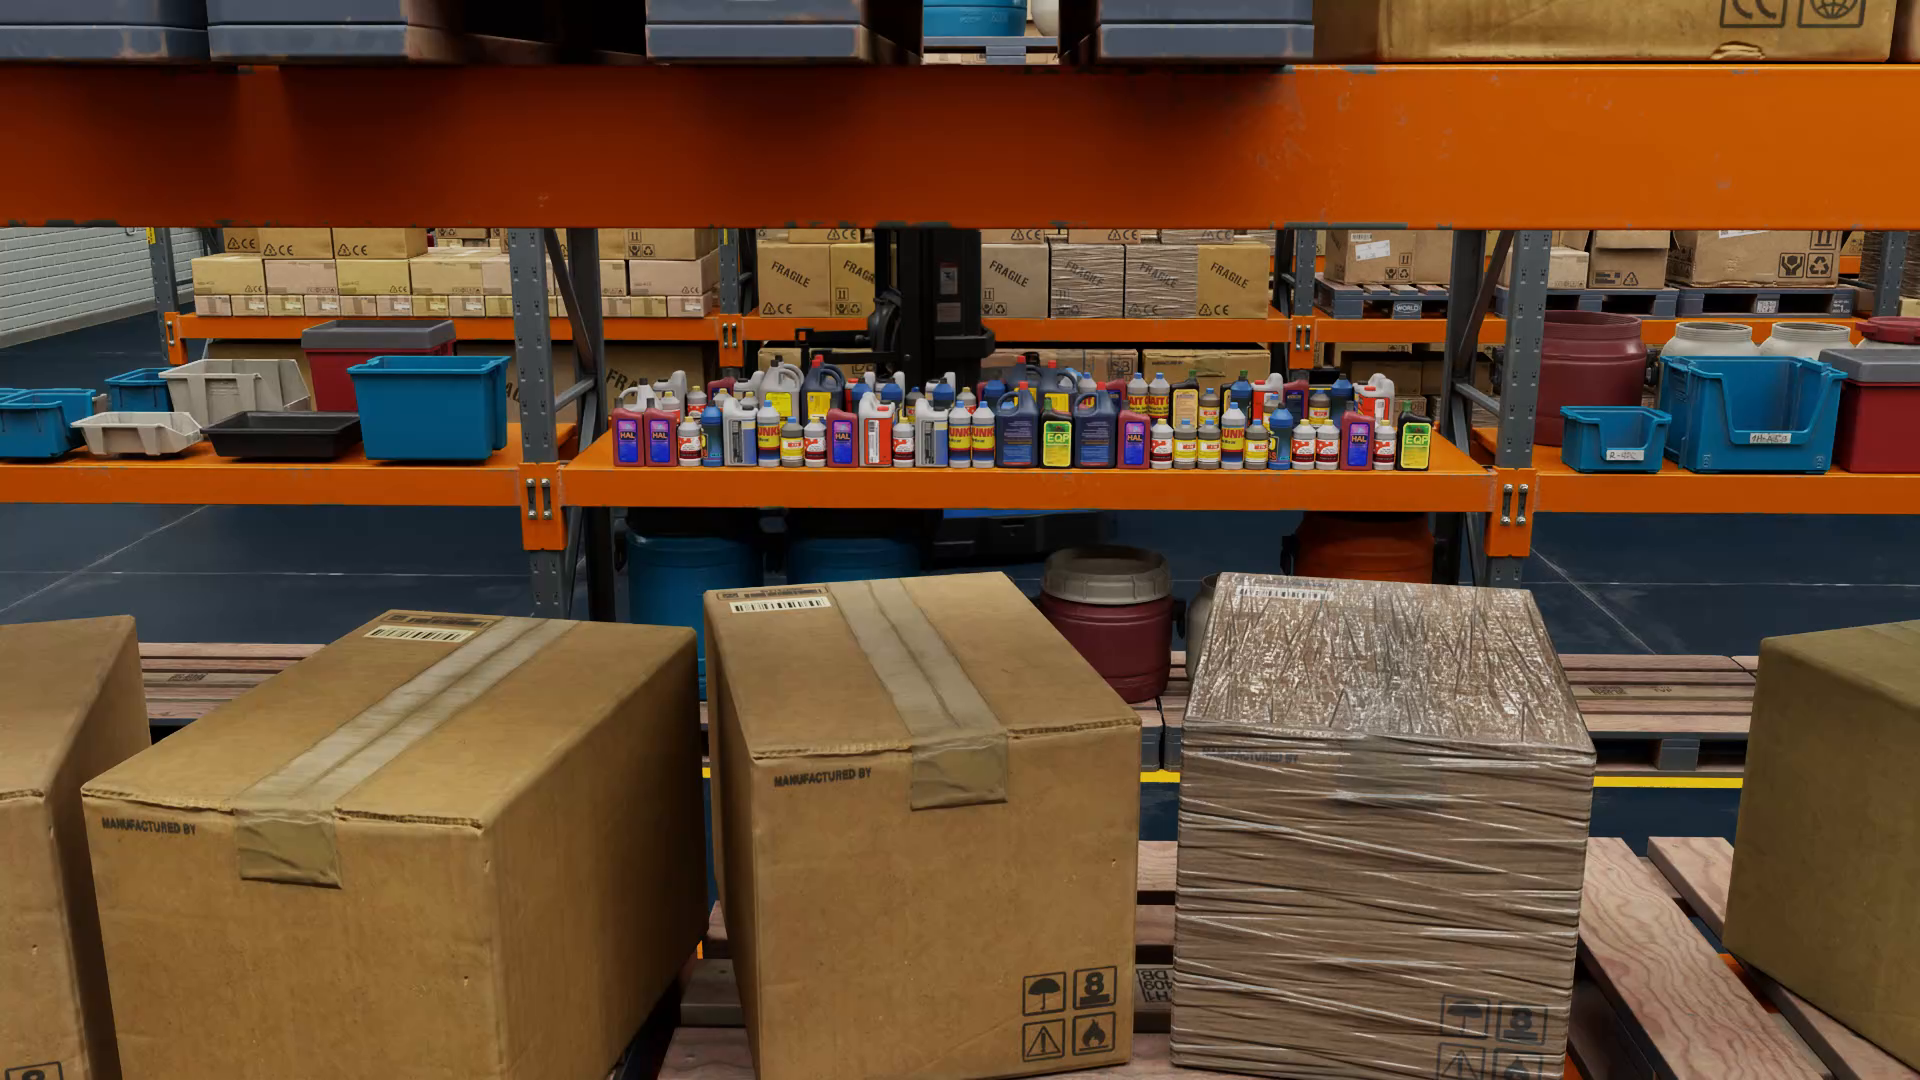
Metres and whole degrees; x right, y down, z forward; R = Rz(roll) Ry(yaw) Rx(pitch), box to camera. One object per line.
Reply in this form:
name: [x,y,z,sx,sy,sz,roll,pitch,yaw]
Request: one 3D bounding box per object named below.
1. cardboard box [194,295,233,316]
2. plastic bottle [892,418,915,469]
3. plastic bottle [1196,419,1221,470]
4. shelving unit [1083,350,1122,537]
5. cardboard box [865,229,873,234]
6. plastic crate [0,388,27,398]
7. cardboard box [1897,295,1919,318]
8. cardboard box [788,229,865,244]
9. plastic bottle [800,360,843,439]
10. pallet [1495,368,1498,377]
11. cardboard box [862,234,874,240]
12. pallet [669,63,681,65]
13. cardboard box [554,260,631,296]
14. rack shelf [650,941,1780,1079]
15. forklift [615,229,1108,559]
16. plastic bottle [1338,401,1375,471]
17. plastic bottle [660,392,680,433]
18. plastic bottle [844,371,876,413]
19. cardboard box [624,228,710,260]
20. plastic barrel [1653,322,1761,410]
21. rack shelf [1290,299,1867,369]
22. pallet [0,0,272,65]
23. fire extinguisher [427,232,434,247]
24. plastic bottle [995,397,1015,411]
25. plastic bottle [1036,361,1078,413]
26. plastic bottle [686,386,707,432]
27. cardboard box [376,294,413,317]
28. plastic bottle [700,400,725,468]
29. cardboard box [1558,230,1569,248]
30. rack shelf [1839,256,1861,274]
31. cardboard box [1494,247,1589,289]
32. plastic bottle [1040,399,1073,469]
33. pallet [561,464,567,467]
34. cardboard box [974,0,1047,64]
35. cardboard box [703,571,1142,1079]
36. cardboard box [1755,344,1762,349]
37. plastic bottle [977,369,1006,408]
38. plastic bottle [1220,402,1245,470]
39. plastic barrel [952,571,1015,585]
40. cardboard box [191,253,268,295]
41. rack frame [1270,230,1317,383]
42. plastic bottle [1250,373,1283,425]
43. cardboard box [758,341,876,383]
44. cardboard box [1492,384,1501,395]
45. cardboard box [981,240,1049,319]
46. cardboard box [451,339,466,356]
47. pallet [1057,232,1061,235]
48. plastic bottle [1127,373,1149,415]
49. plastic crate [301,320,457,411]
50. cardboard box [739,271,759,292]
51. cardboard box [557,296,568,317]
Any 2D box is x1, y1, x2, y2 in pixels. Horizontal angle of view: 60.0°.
cardboard box: [-5.252,-1.696,11.879,0.250,0.149,0.380,1,15,2]
plastic bottle: [-0.233,-0.404,6.882,0.097,0.201,0.097,0,15,0]
plastic bottle: [1.025,-0.396,6.851,0.097,0.201,0.097,0,15,0]
shelving unit: [0.918,-0.627,10.864,0.189,1.200,0.258,-3,15,-11]
cardboard box: [-0.990,-3.103,16.392,0.250,0.149,0.380,0,15,-1]
plastic crate: [-4.171,-0.494,7.044,0.300,0.233,0.416,0,15,1]
cardboard box: [6.604,-1.626,11.615,0.250,0.149,0.380,0,15,1]
cardboard box: [-0.961,-2.409,11.928,0.637,0.503,0.797,0,15,0]
plastic bottle: [-0.618,-0.630,7.445,0.185,0.351,0.144,0,15,1]
pallet: [5.852,-1.727,16.972,1.213,0.211,1.003,0,15,1]
cardboard box: [-0.631,-1.987,12.297,0.500,0.500,0.500,1,15,3]
pallet: [-0.941,-1.993,7.005,1.003,0.211,1.213,0,15,1]
cardboard box: [-2.566,-1.887,11.825,0.500,0.250,0.500,1,15,3]
rack shelf: [0.142,0.941,2.525,3.687,0.071,0.831,0,15,1]
forklift: [-0.644,-1.355,10.231,3.031,2.935,1.130,-3,15,-11]
plastic bottle: [1.626,-0.427,6.808,0.133,0.283,0.061,0,15,1]
plastic bottle: [-1.309,-0.566,7.496,0.097,0.201,0.097,0,15,0]
plastic bottle: [-0.455,-0.629,7.586,0.135,0.276,0.152,0,15,1]
cardboard box: [-2.067,-2.246,11.715,0.500,0.500,0.500,1,15,3]
plastic barrel: [3.306,-0.690,7.357,0.421,0.512,0.421,0,15,0]
rack shelf: [4.398,-1.491,12.020,4.000,0.370,1.077,0,15,1]
pallet: [-1.207,-0.689,2.058,1.003,0.211,1.213,0,15,1]
fire extinguisher: [-5.611,-3.069,17.476,0.183,0.674,0.296,0,15,1]
plastic bottle: [0.197,-0.472,7.002,0.097,0.271,0.097,0,15,0]
plastic bottle: [0.432,-0.621,7.411,0.185,0.351,0.144,0,15,1]
plastic bottle: [-1.208,-0.604,7.640,0.097,0.201,0.097,0,15,0]
cardboard box: [-3.967,-1.688,11.850,0.250,0.149,0.380,0,15,1]
plastic bottle: [-1.025,-0.443,6.893,0.097,0.271,0.097,0,15,0]
cardboard box: [6.096,-3.073,16.412,0.500,0.500,0.500,0,15,1]
rack shelf: [8.624,-2.729,16.713,4.000,0.370,1.077,0,15,1]
cardboard box: [4.068,-1.912,11.679,0.500,0.250,0.500,0,15,0]
plastic bottle: [0.396,-0.435,6.838,0.133,0.283,0.061,0,15,1]
pallet: [-2.358,-0.554,12.526,1.213,0.211,1.003,0,15,1]
cardboard box: [0.356,-3.563,11.558,0.637,0.503,0.797,0,15,1]
cardboard box: [-0.089,0.393,2.450,0.500,0.500,0.700,-3,15,-13]
cardboard box: [8.153,-2.238,16.786,0.875,0.875,0.875,0,15,2]
plastic bottle: [0.144,-0.640,7.614,0.133,0.283,0.061,0,15,1]
plastic bottle: [1.122,-0.429,6.840,0.097,0.271,0.097,0,15,0]
plastic barrel: [0.087,0.424,7.405,0.421,0.512,0.421,0,15,0]
cardboard box: [-5.126,-1.903,11.883,0.500,0.250,0.500,0,15,0]
rack frame: [2.398,-1.851,11.977,0.127,3.000,1.000,0,15,1]
plastic bottle: [1.385,-0.617,7.540,0.135,0.276,0.152,0,15,1]
cardboard box: [-0.960,-1.054,12.297,0.875,0.875,1.225,0,15,2]
cardboard box: [4.191,-0.854,12.234,0.500,0.500,0.700,2,15,6]
cardboard box: [0.373,-1.851,11.778,0.500,0.500,0.500,1,15,2]
cardboard box: [-4.047,-1.090,12.431,0.875,0.875,0.875,0,15,1]
pallet: [0.646,-3.025,16.803,1.213,0.211,1.003,0,15,1]
plastic bottle: [0.809,-0.625,7.582,0.097,0.271,0.097,0,15,0]
plastic crate: [-2.613,-0.744,7.537,0.583,0.464,0.402,0,15,1]
cardboard box: [-2.867,-3.406,22.069,0.875,0.438,0.875,0,15,0]
cardboard box: [-2.684,-1.679,11.818,0.250,0.149,0.380,1,15,2]
